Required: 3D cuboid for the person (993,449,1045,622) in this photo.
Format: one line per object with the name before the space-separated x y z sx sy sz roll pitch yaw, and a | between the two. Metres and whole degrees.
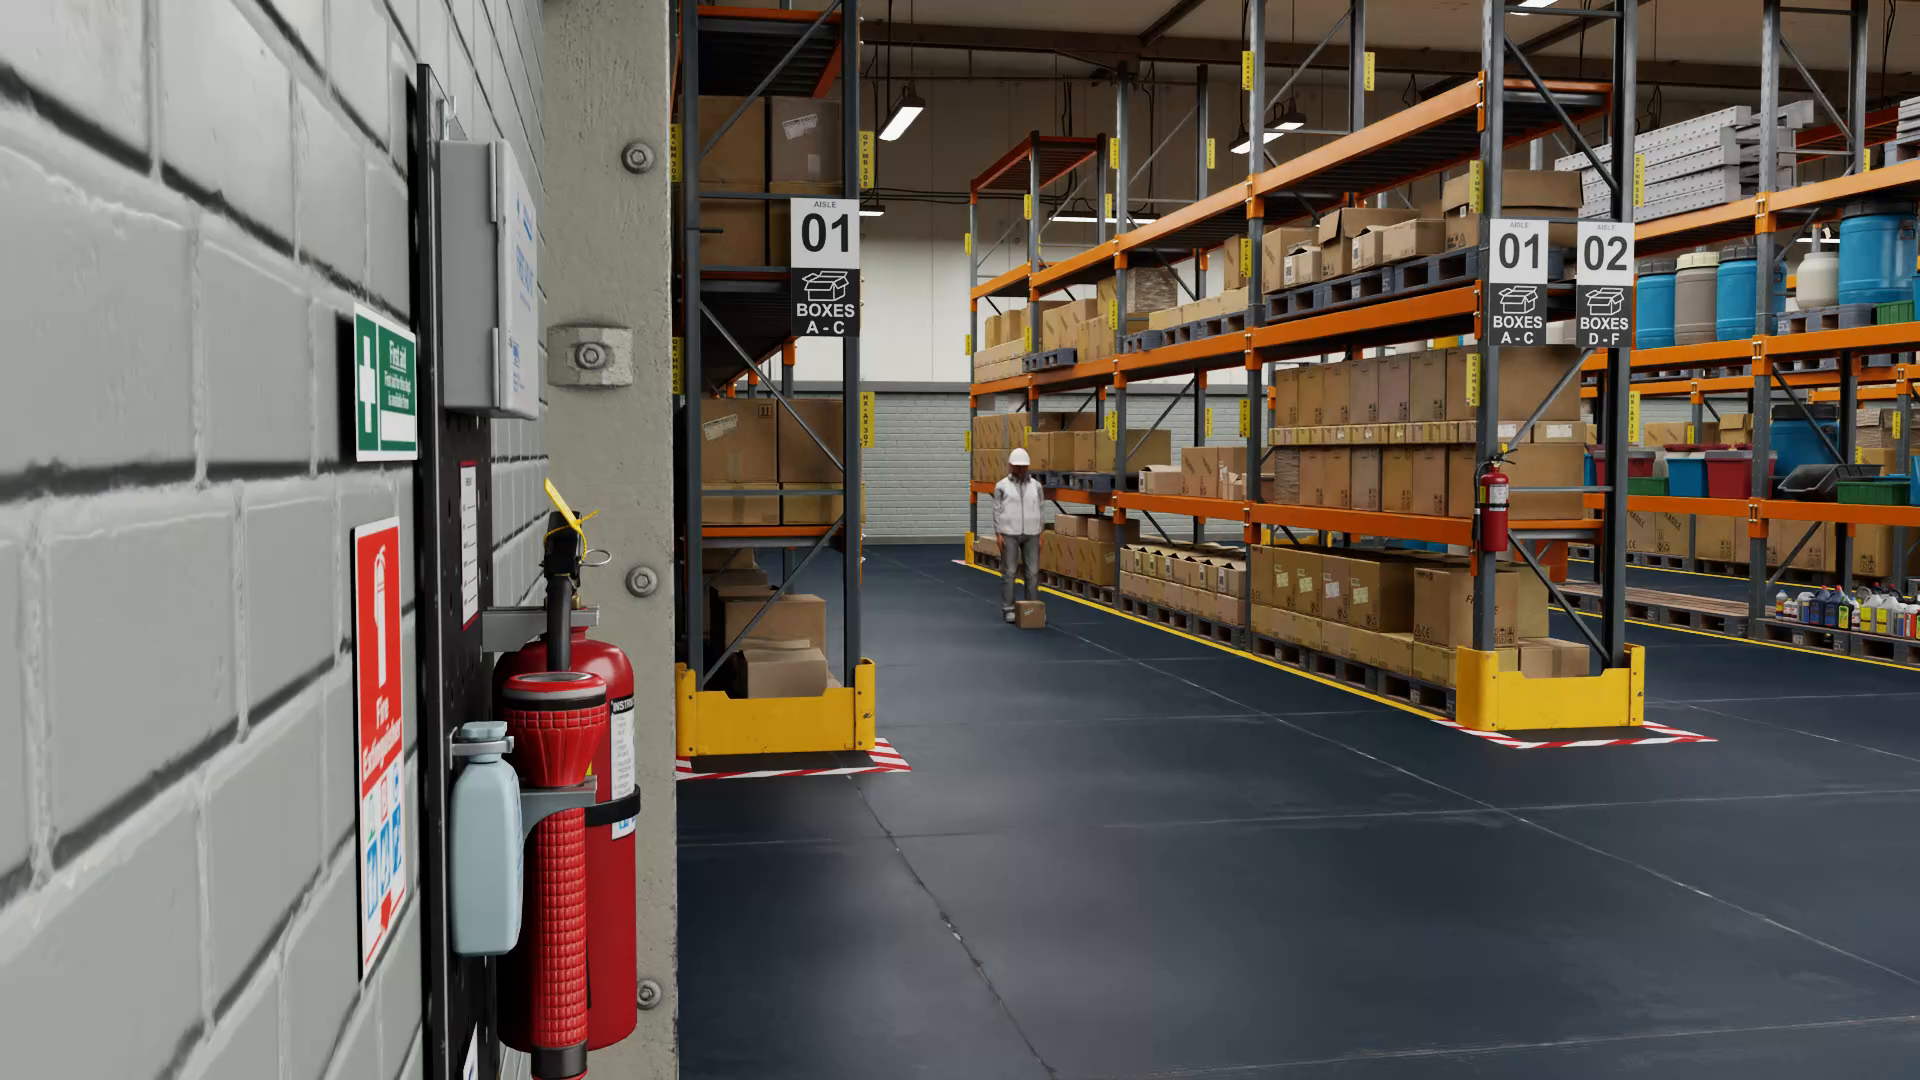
person | 0.617 -0.046 17.069 0.536 1.775 0.397 -1 3 -10
